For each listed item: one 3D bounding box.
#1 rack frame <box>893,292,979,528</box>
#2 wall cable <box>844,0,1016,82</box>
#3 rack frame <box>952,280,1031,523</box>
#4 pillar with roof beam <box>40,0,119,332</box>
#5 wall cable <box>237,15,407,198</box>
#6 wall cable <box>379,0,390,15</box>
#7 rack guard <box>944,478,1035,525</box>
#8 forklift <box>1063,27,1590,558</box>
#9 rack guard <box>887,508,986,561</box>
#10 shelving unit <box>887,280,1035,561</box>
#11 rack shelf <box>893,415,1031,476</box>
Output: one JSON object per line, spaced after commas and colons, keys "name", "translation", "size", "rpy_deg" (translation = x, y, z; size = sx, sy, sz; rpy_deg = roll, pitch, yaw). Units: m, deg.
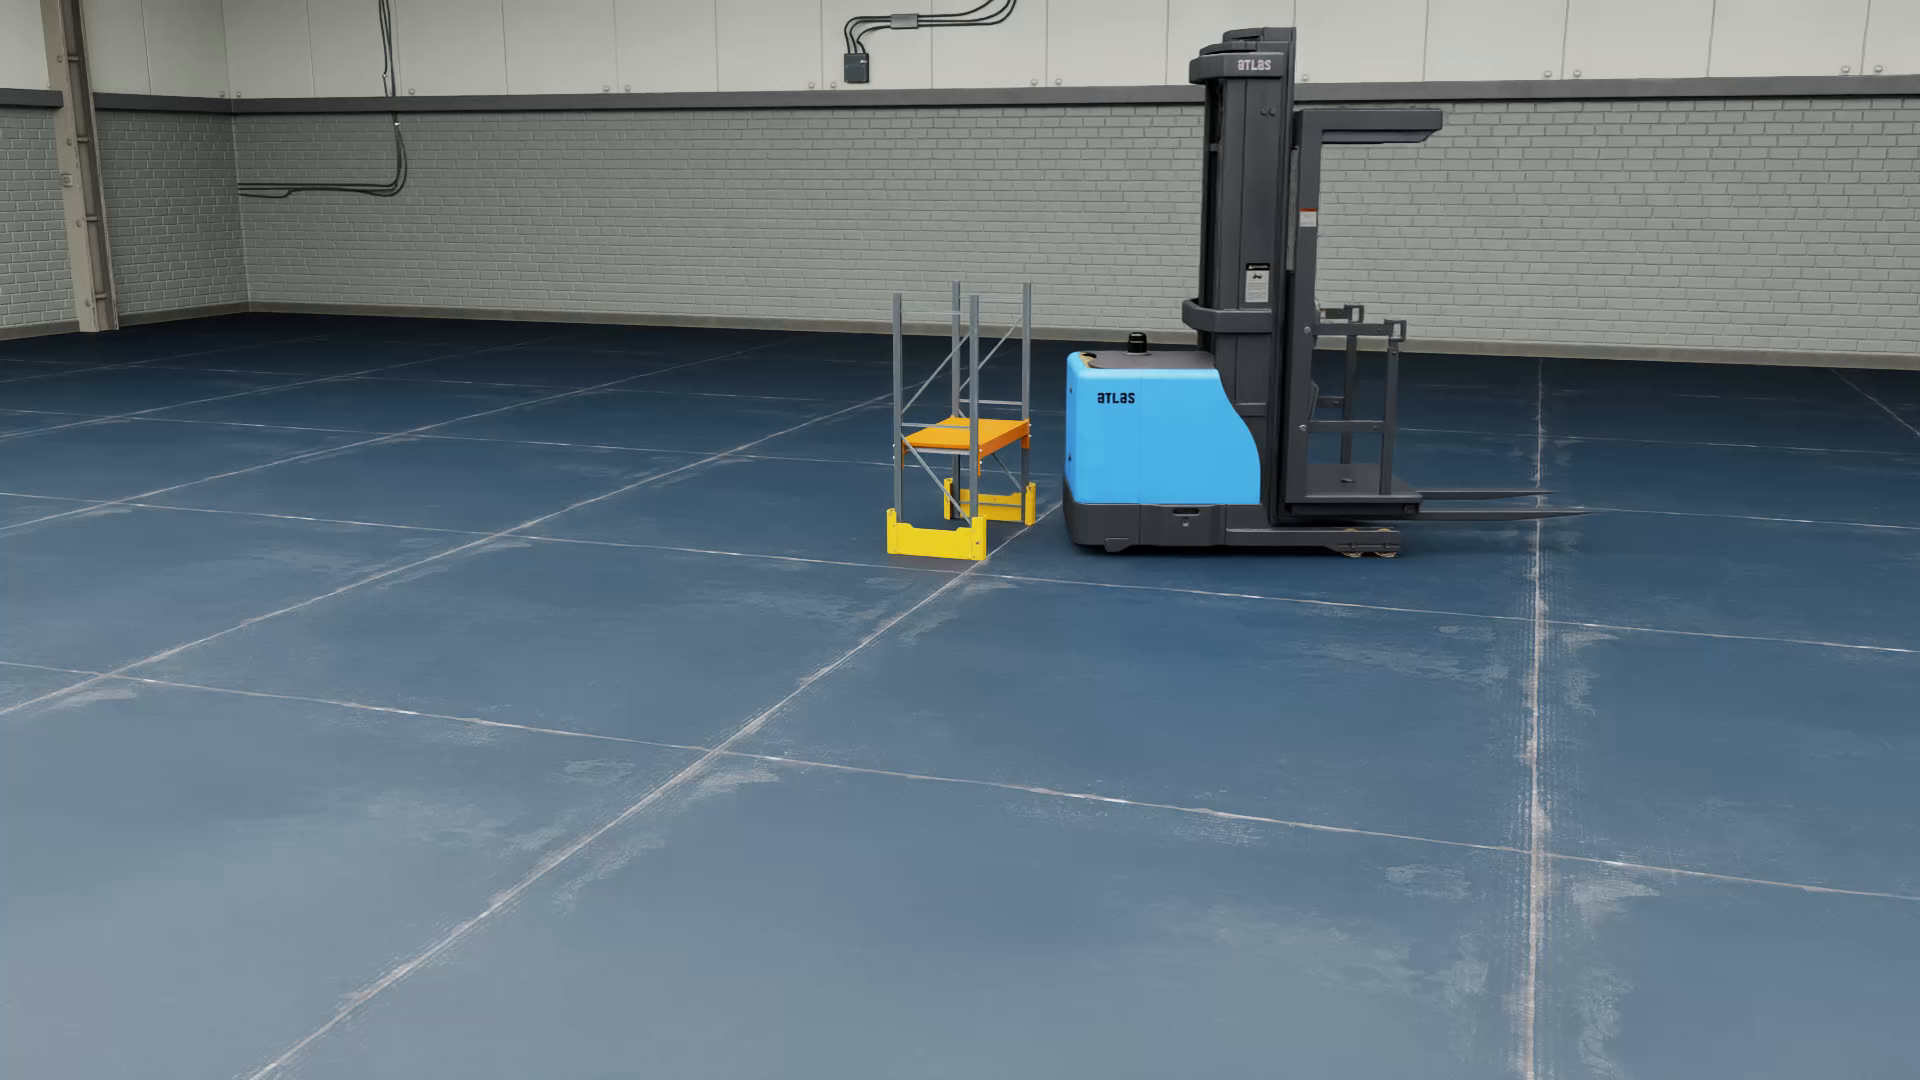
{"name": "rack frame", "translation": [-0.137, -0.642, 9.431], "size": [0.500, 1.500, 0.032], "rpy_deg": [4, 14, 18]}
{"name": "wall cable", "translation": [-0.377, -8.699, 20.234], "size": [2.305, 6.003, 0.169], "rpy_deg": [4, 14, 18]}
{"name": "rack frame", "translation": [0.192, -0.856, 10.369], "size": [0.500, 1.500, 0.032], "rpy_deg": [4, 14, 18]}
{"name": "pillar with roof beam", "translation": [-7.485, -6.892, 19.963], "size": [9.100, 9.000, 0.400], "rpy_deg": [4, 14, 18]}
{"name": "wall cable", "translation": [-9.354, -6.214, 23.967], "size": [3.097, 2.526, 0.112], "rpy_deg": [4, 14, 18]}
{"name": "wall cable", "translation": [-6.794, -8.481, 22.551], "size": [3.097, 2.526, 0.112], "rpy_deg": [4, 14, 18]}
{"name": "rack guard", "translation": [0.186, -0.243, 10.490], "size": [0.587, 0.250, 0.087], "rpy_deg": [4, 14, 18]}
{"name": "forklift", "translation": [2.163, -1.447, 9.739], "size": [3.031, 2.935, 1.130], "rpy_deg": [0, 13, 0]}
{"name": "rack guard", "translation": [-0.136, -0.033, 9.571], "size": [0.587, 0.250, 0.087], "rpy_deg": [4, 14, 18]}
{"name": "shelving unit", "translation": [0.025, -0.747, 9.891], "size": [0.587, 1.500, 1.083], "rpy_deg": [4, 14, 18]}
{"name": "rack shelf", "translation": [0.028, -0.574, 9.940], "size": [0.538, 0.185, 1.000], "rpy_deg": [4, 14, 18]}
